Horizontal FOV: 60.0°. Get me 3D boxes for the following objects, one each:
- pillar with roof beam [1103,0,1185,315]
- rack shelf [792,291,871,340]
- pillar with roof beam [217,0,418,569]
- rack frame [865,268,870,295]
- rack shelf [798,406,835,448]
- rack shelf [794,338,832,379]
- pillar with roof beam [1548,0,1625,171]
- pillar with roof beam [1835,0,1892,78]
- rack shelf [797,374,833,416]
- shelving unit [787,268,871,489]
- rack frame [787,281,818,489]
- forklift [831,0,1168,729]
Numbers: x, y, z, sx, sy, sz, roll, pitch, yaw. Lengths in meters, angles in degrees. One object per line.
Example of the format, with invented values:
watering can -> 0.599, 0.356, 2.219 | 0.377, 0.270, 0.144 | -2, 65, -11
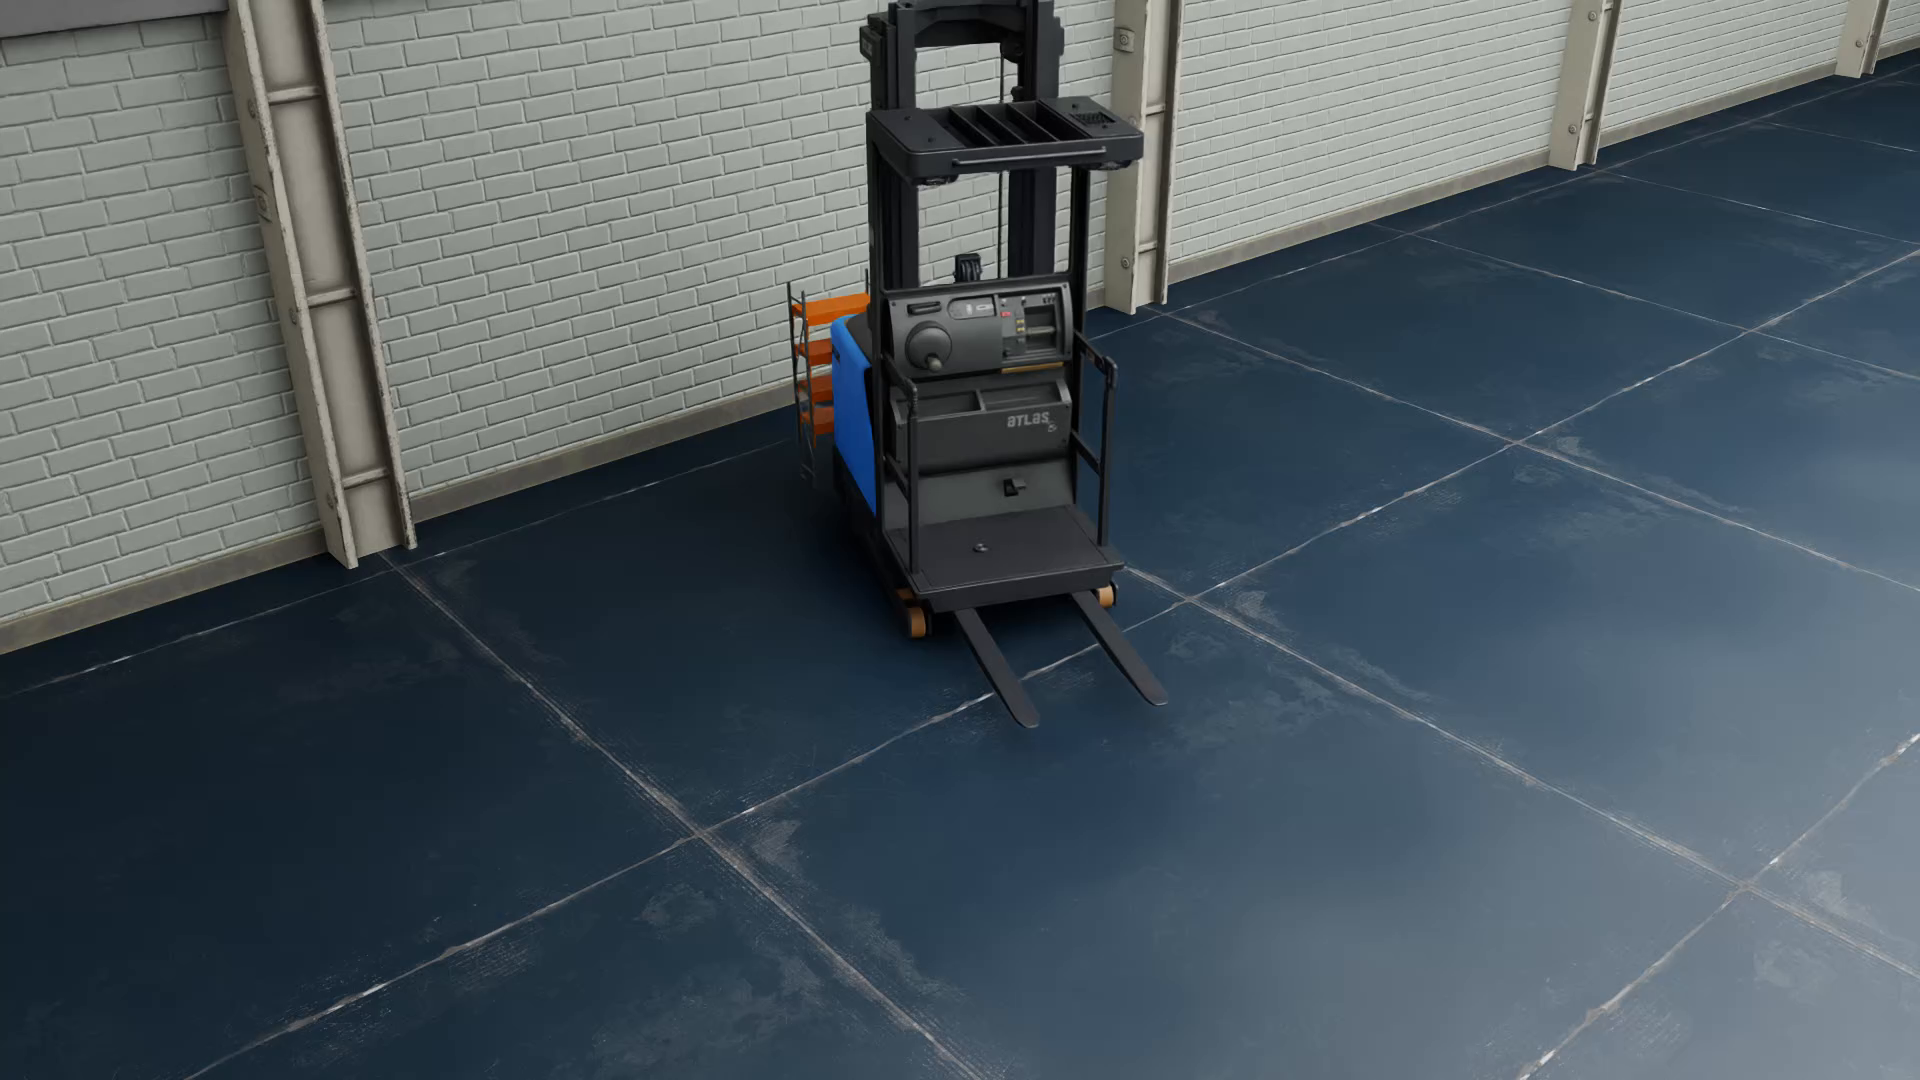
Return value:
pillar with roof beam -> 4.116, -4.219, 7.597 | 0.400, 9.000, 9.100 | -22, 35, -35
rack shelf -> -0.704, -1.294, 9.552 | 0.480, 0.148, 0.258 | -14, 28, -24
pillar with roof beam -> -0.448, -2.383, 4.162 | 0.400, 9.000, 9.100 | -22, 35, -35
rack frame -> -0.477, -0.992, 9.818 | 0.015, 1.200, 0.240 | -14, 28, -24
rack shelf -> -0.687, -0.699, 9.833 | 0.480, 0.148, 0.258 | -14, 28, -24
rack shelf -> -0.698, -1.081, 9.653 | 0.480, 0.148, 0.258 | -14, 28, -24
pillar with roof beam -> 8.681, -6.054, 11.031 | 0.400, 9.000, 9.100 | -22, 35, -35
pillar with roof beam -> 13.245, -7.890, 14.466 | 0.400, 9.000, 9.100 | -22, 35, -35
rack shelf -> -0.692, -0.878, 9.748 | 0.480, 0.148, 0.258 | -14, 28, -24
shelving unit -> -0.694, -0.939, 9.720 | 0.503, 1.200, 0.258 | -14, 28, -24
rack frame -> -0.911, -0.887, 9.622 | 0.015, 1.200, 0.240 | -14, 28, -24
forklift -> 0.172, -1.005, 8.021 | 1.130, 2.935, 3.031 | -8, 29, -15
